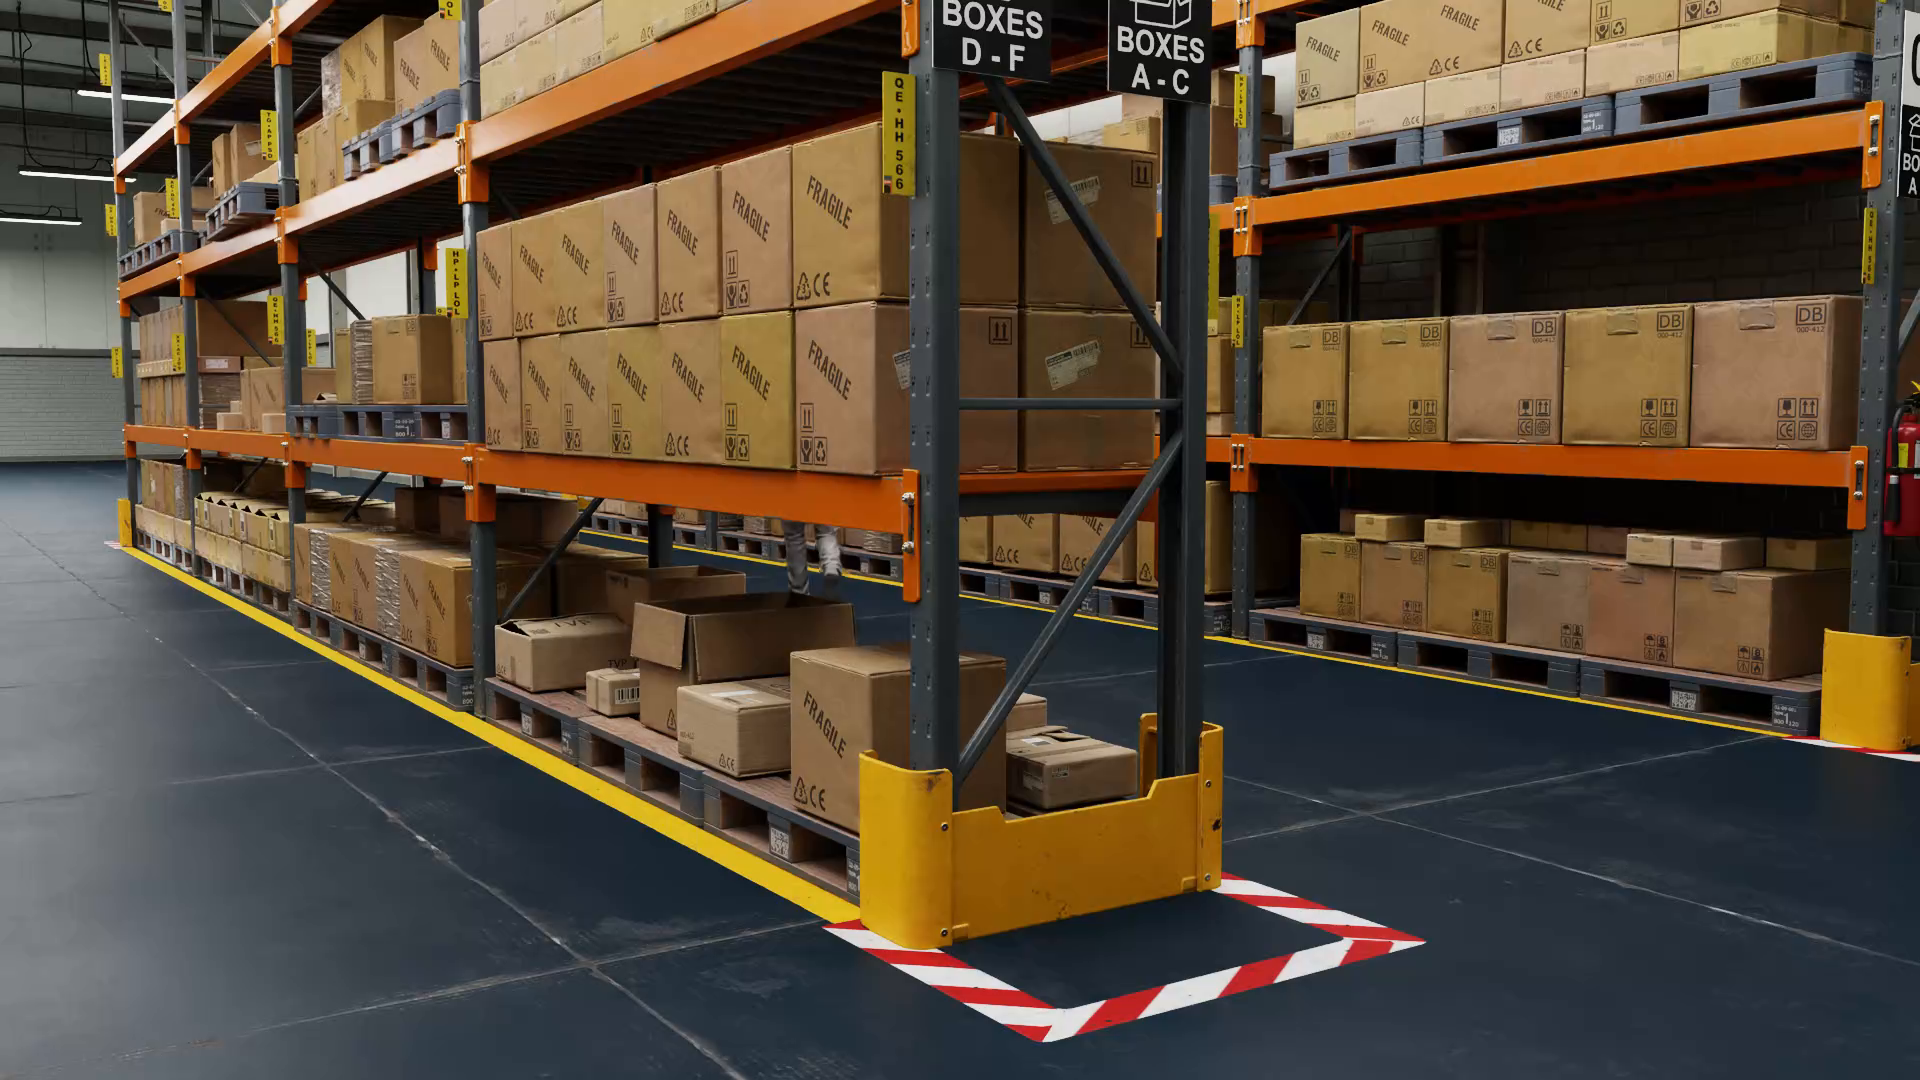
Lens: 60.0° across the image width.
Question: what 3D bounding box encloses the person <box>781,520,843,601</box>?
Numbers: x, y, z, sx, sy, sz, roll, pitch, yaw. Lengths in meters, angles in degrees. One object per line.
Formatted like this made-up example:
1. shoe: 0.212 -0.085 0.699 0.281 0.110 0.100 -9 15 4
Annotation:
1. person: -1.095 -0.374 12.127 0.557 1.767 0.729 -1 5 -12
